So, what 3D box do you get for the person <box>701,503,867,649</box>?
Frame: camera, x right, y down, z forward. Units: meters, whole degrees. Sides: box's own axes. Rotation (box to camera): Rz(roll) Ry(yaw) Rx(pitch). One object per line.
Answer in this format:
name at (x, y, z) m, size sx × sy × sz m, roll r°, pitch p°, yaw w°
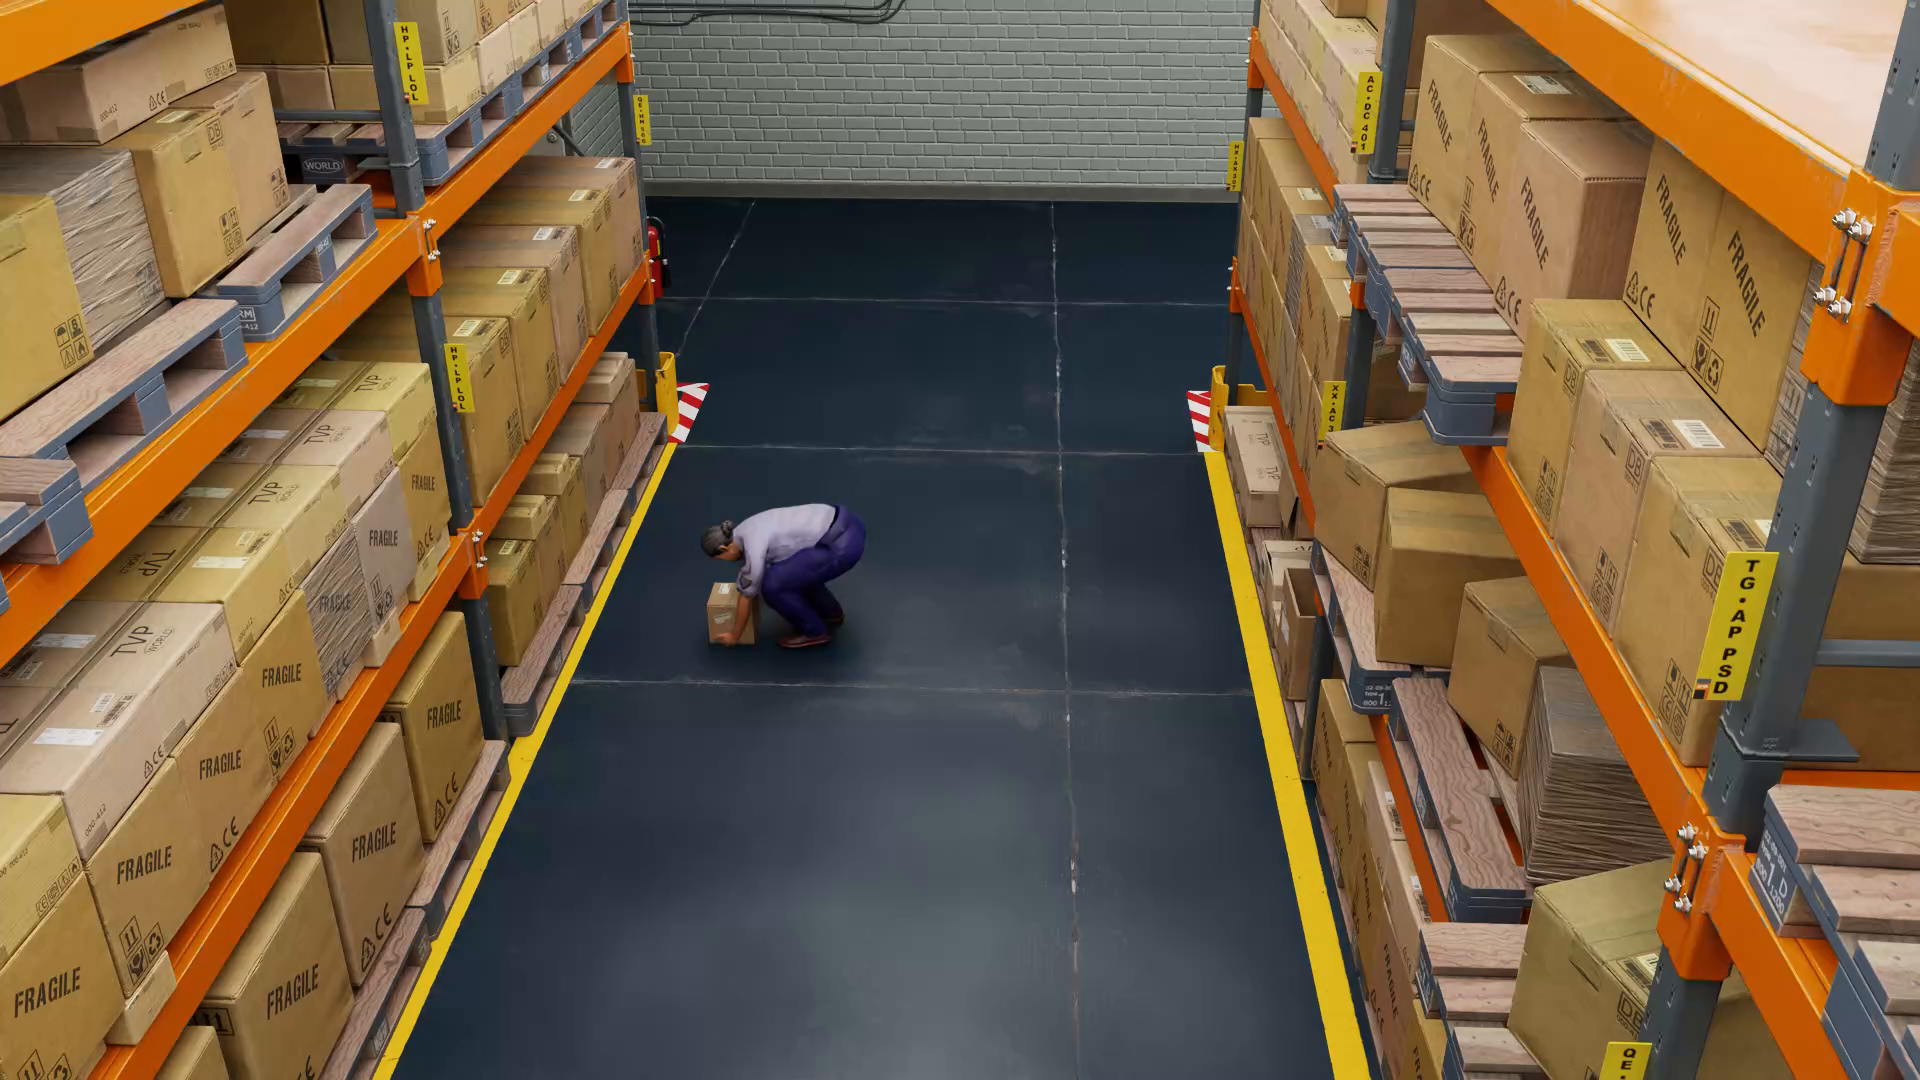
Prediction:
person at (-0.968, 0.190, 9.228) m, size 0.905 × 0.783 × 0.509 m, roll 0°, pitch 28°, yaw 0°
